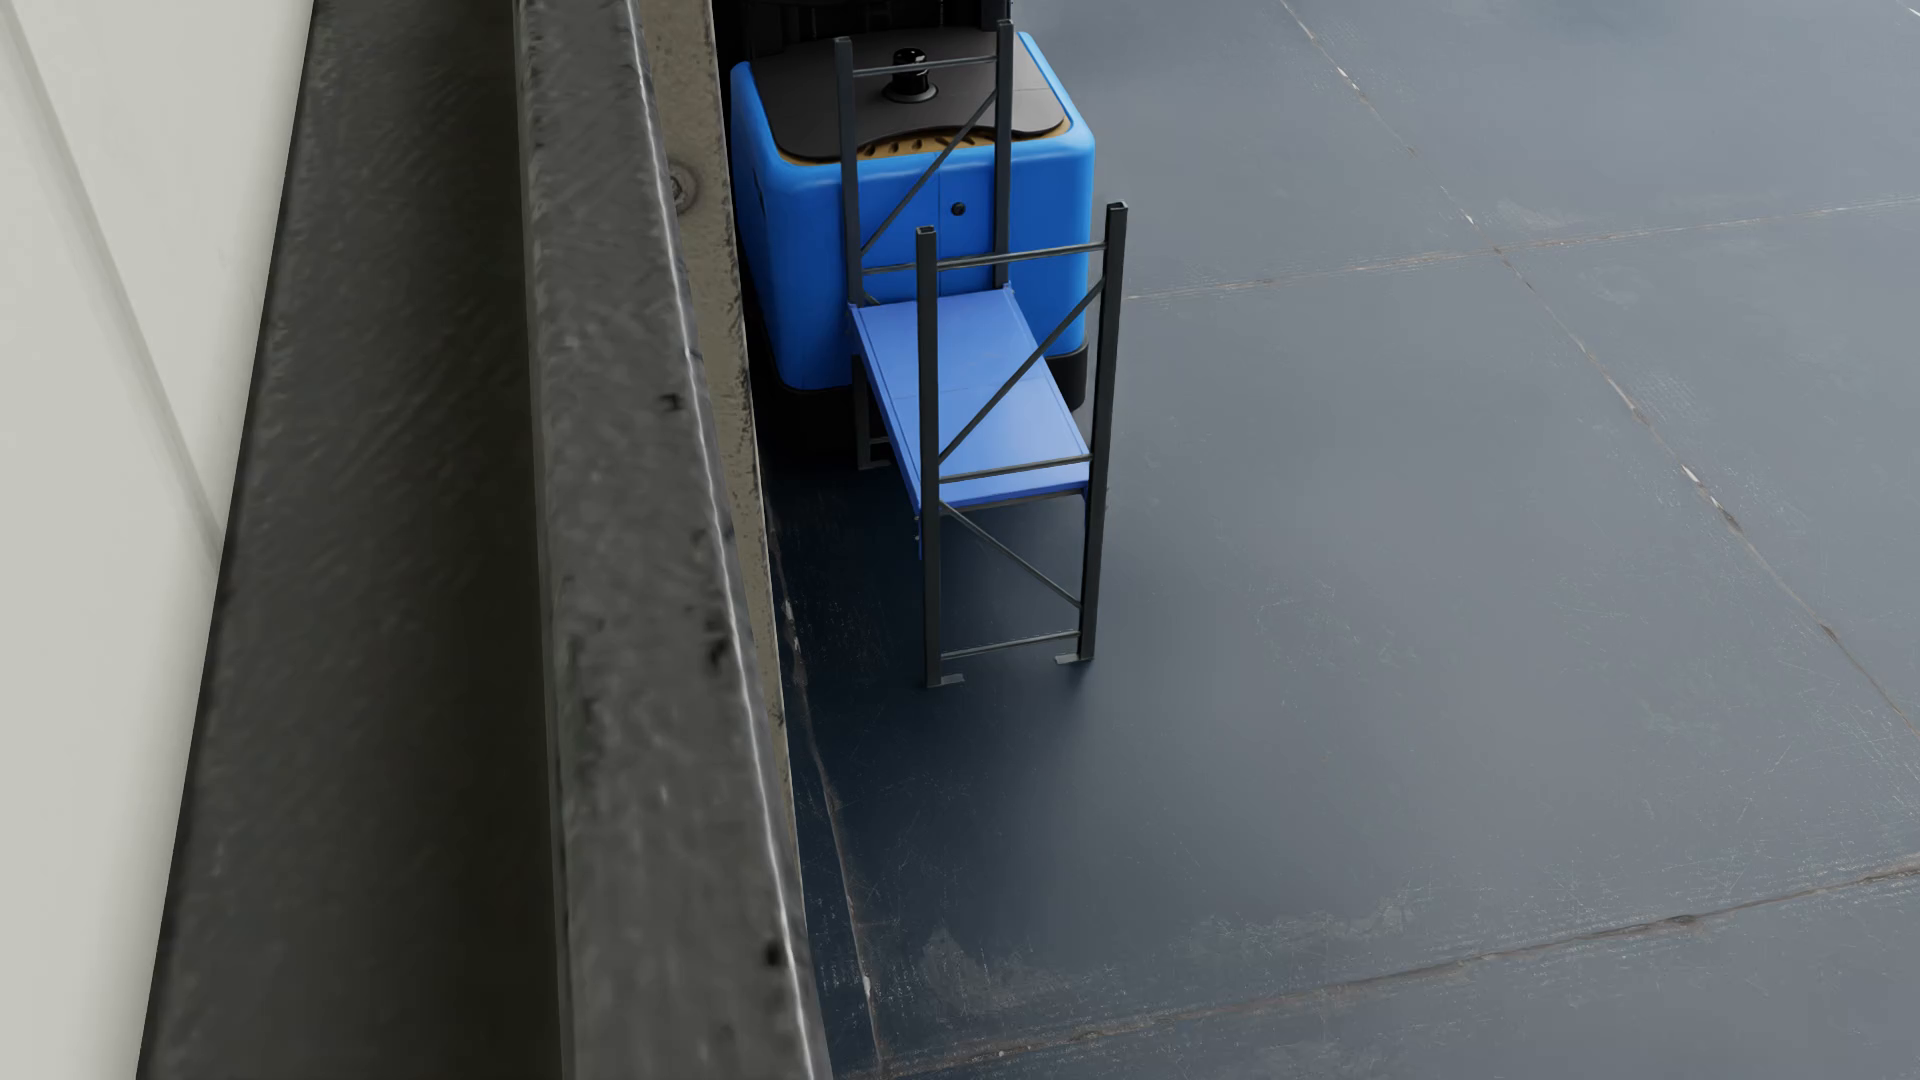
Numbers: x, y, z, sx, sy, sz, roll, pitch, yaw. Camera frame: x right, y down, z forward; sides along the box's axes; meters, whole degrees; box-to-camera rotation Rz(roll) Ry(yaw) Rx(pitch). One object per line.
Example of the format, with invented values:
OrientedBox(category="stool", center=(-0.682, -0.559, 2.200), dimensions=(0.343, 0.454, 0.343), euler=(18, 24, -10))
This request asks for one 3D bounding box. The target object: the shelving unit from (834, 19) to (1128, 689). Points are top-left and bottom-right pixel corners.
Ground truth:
OrientedBox(category="shelving unit", center=(0.024, -0.510, 4.695), dimensions=(0.538, 1.500, 1.048), euler=(-9, 42, -10))

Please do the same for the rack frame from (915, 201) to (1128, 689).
OrientedBox(category="rack frame", center=(0.144, -0.182, 4.325), dimensions=(0.500, 1.500, 0.032), euler=(-9, 42, -10))

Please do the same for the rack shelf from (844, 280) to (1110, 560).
OrientedBox(category="rack shelf", center=(0.024, -0.375, 4.814), dimensions=(0.538, 0.185, 1.000), euler=(-9, 42, -10))

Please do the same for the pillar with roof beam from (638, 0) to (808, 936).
OrientedBox(category="pillar with roof beam", center=(3.726, -2.694, 1.507), dimensions=(9.100, 9.000, 0.400), euler=(-8, 42, -9))

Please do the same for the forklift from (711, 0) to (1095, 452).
OrientedBox(category="forklift", center=(-0.419, -2.377, 5.720), dimensions=(1.130, 2.935, 3.031), euler=(-9, 42, -10))

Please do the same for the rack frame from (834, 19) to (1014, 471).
OrientedBox(category="rack frame", center=(-0.097, -0.838, 5.064), dimensions=(0.500, 1.500, 0.032), euler=(-9, 42, -10))
